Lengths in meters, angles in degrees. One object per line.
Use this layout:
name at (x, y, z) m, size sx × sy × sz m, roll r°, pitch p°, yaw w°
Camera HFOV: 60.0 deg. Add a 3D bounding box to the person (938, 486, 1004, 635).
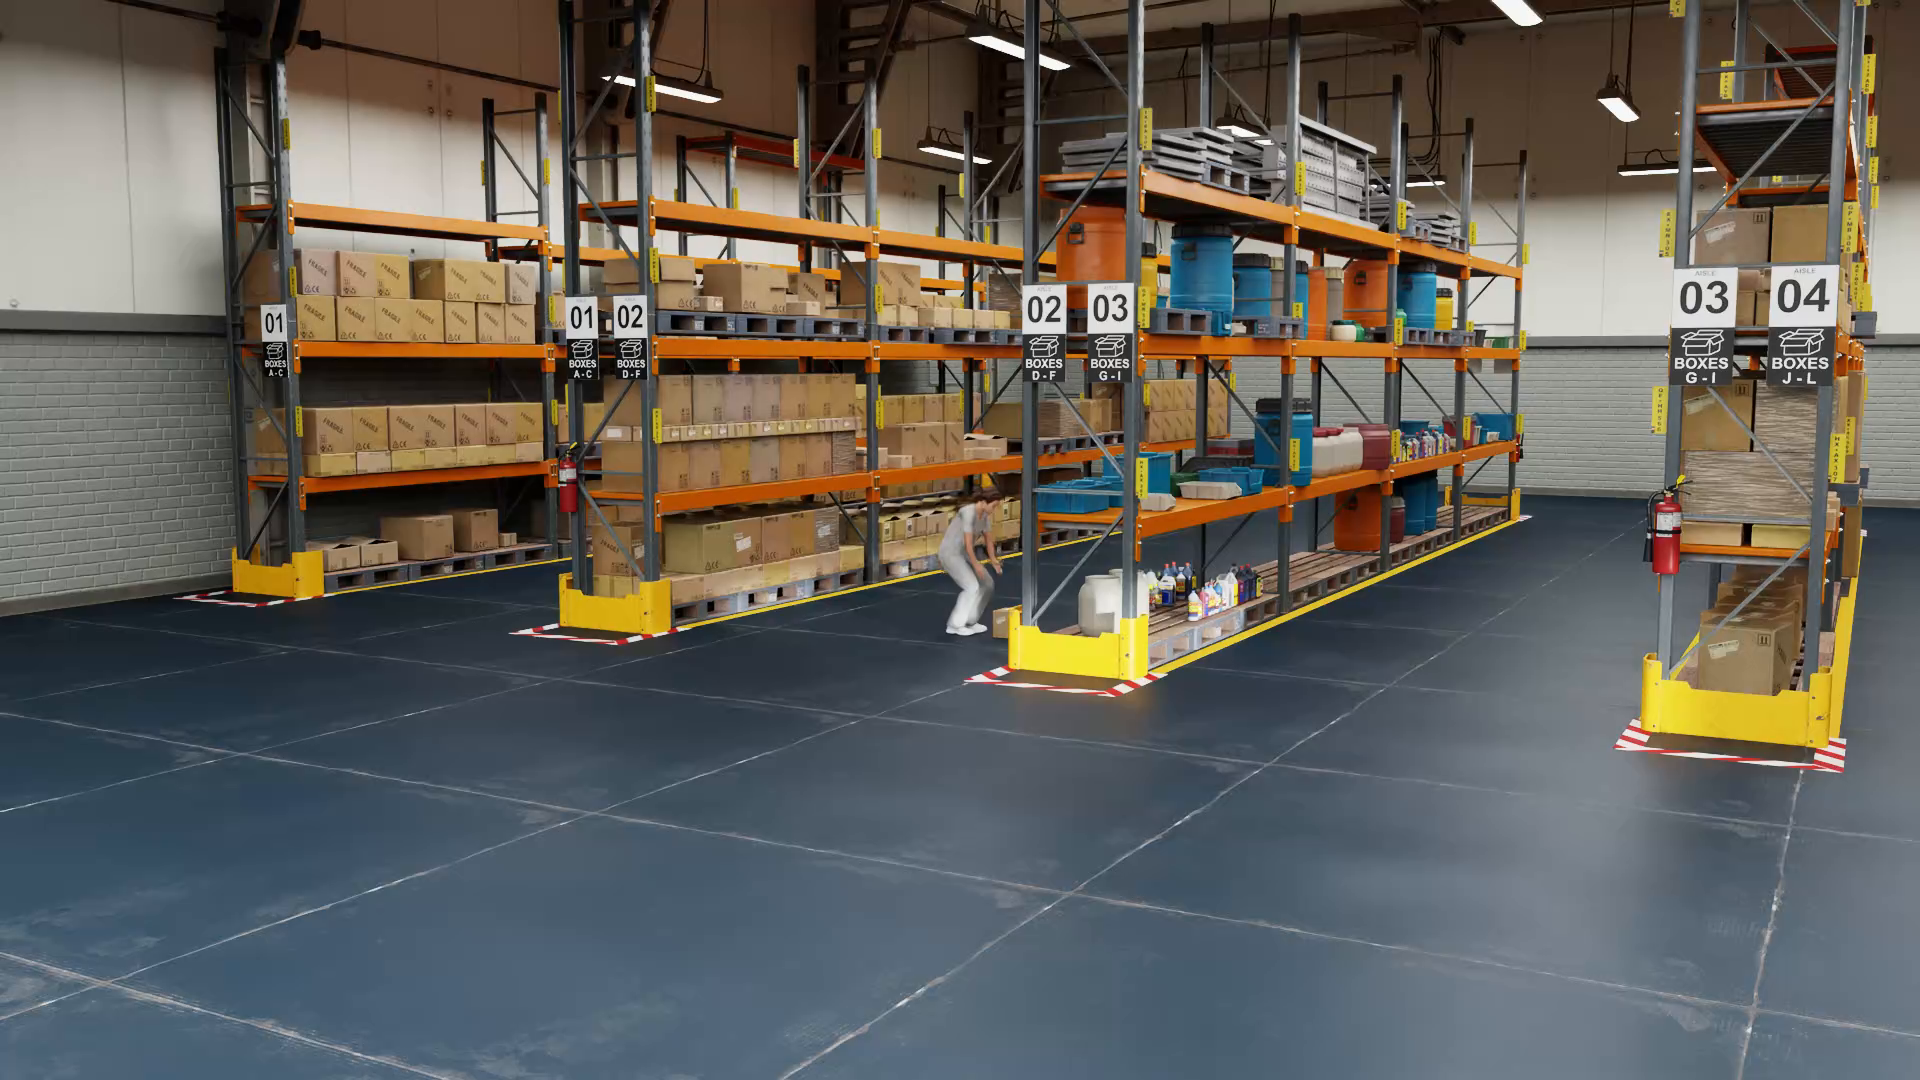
person at (0.117, 0.184, 15.845) m, size 0.616 × 1.417 × 0.490 m, roll 3°, pitch 7°, yaw 29°
